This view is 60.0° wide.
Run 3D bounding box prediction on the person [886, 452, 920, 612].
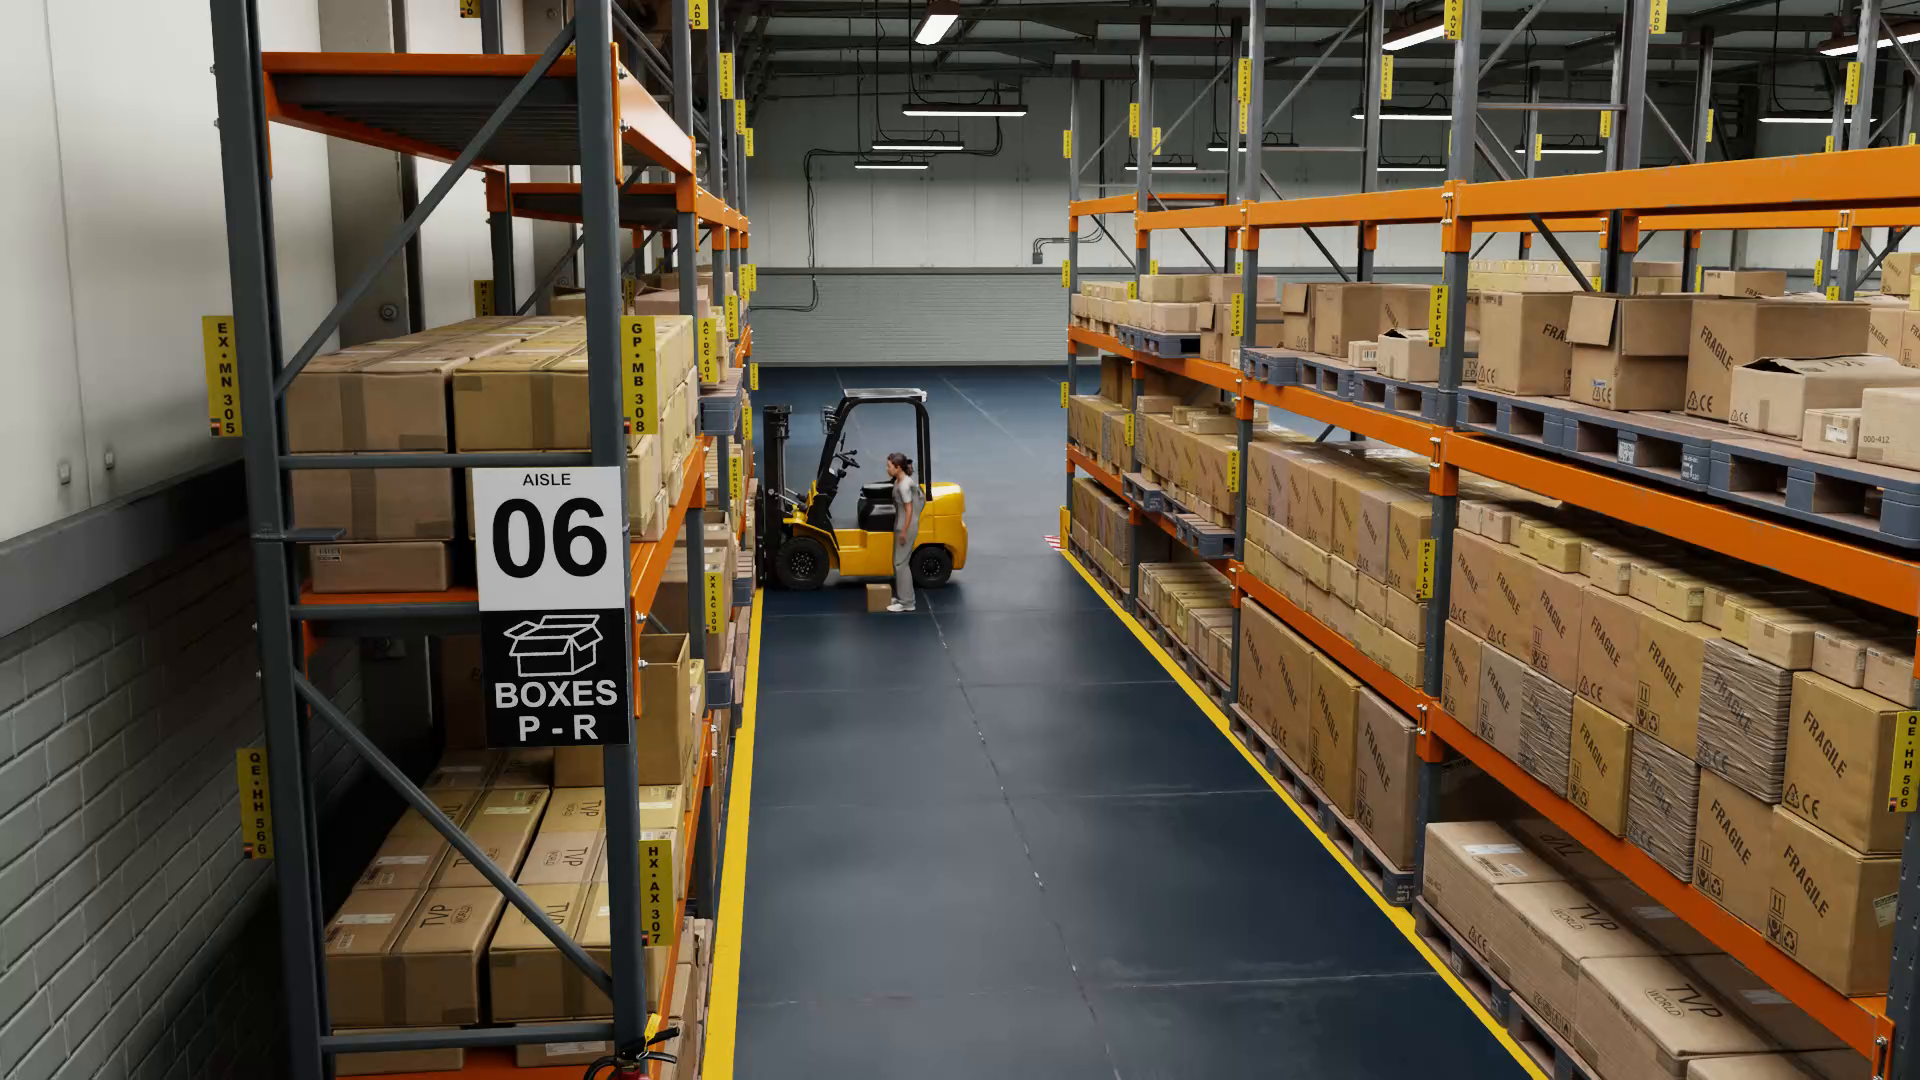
[{"bbox_3d":[-0.610,-0.096,17.455,0.362,1.671,0.498,-2,10,-9],"label":"person"}]
